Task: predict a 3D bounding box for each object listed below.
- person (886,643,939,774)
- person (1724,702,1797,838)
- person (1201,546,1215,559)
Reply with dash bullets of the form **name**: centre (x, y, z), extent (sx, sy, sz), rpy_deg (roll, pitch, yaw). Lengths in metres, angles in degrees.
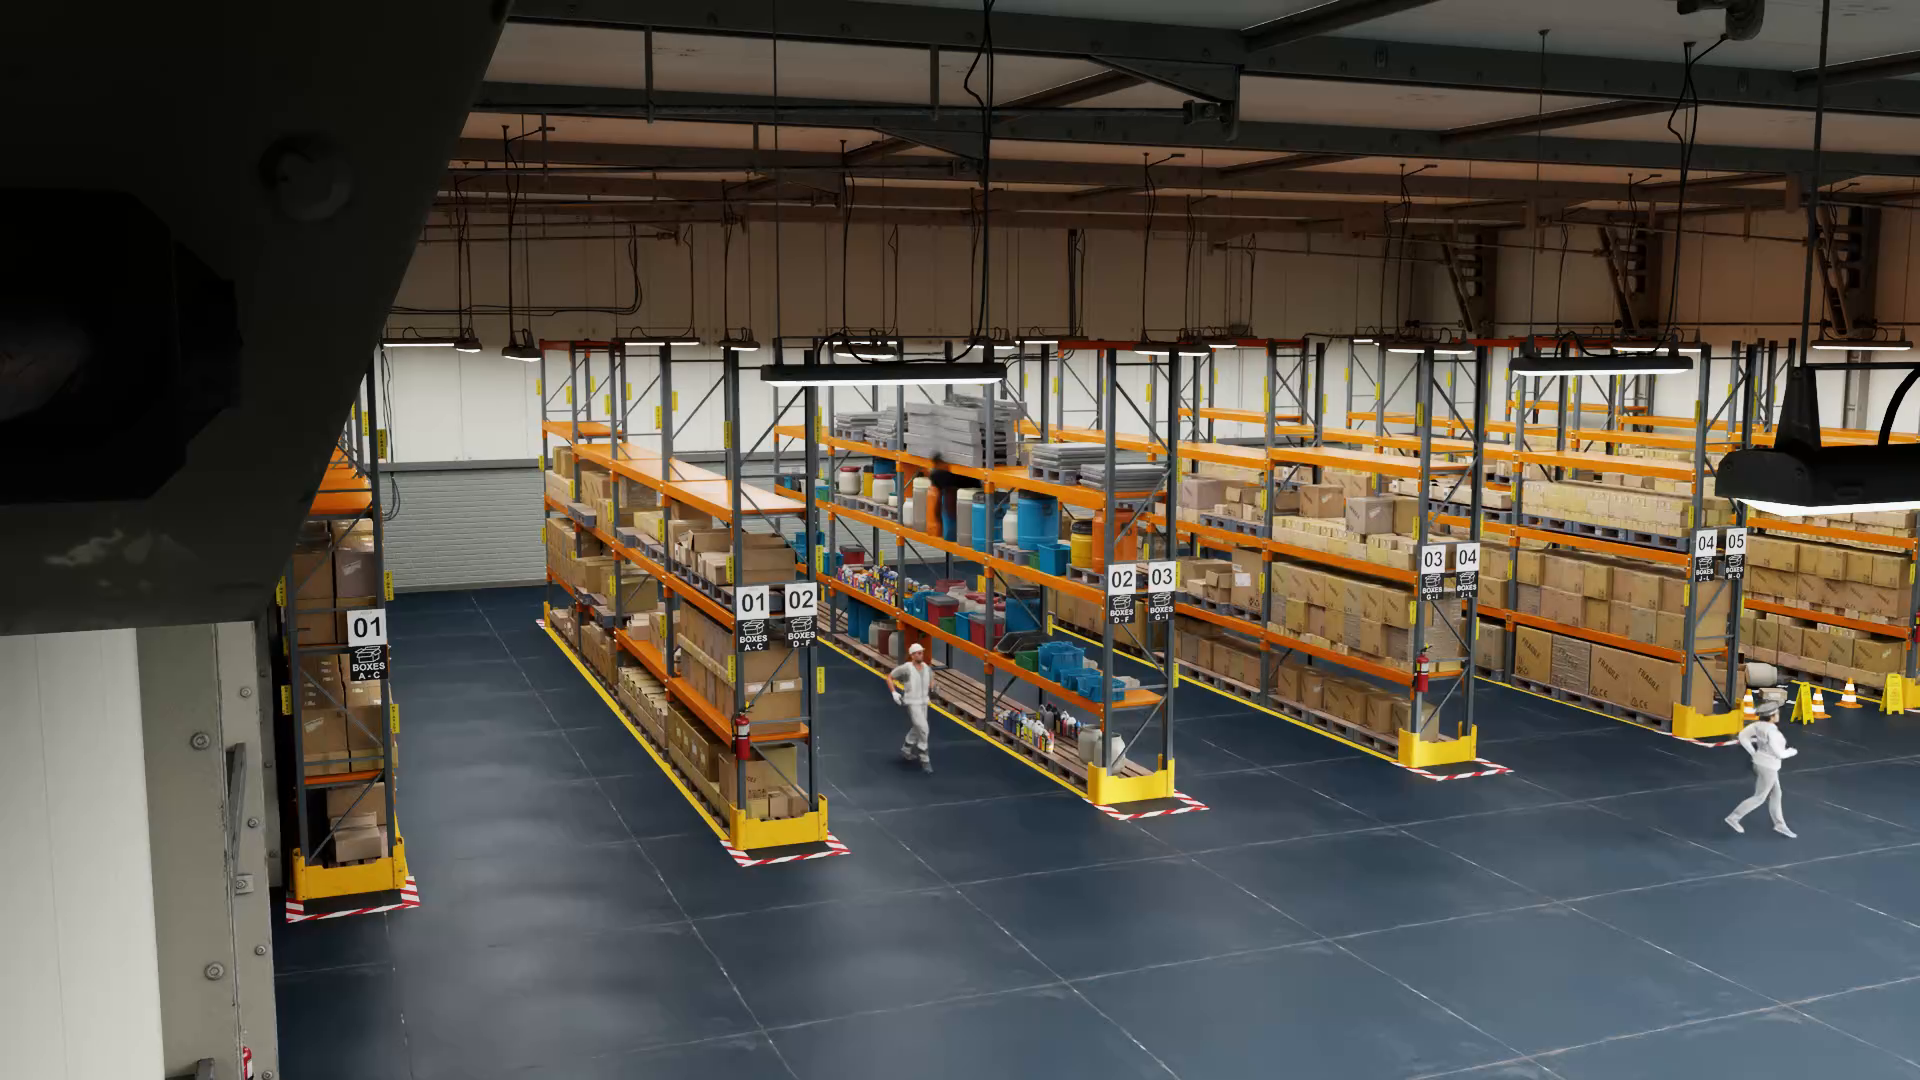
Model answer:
- **person**: centre (-0.628, 2.375, 23.742), extent (0.669, 1.810, 0.816), rpy_deg (-7, 10, -44)
- **person**: centre (9.889, 2.830, 20.440), extent (0.896, 1.724, 0.600), rpy_deg (1, 7, 5)
- **person**: centre (6.560, -0.134, 43.430), extent (0.667, 1.682, 0.581), rpy_deg (7, 10, 44)
